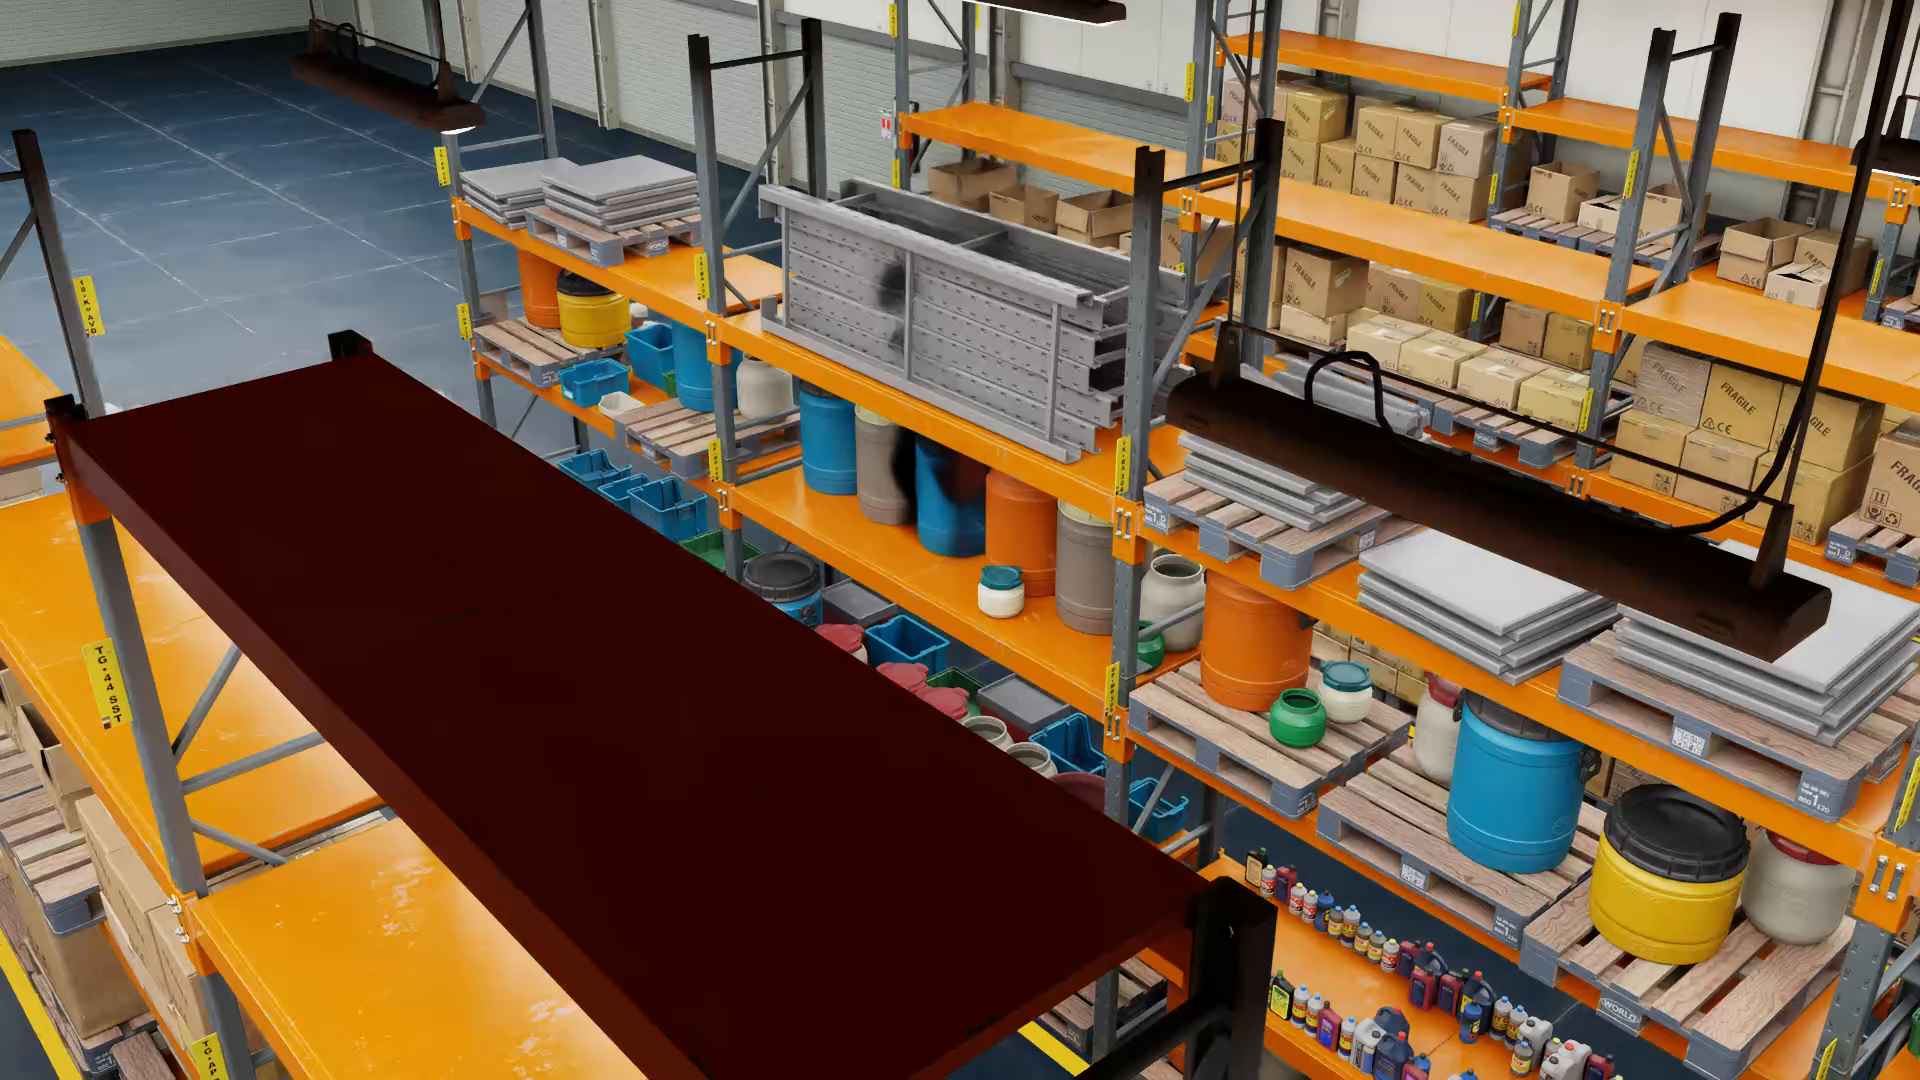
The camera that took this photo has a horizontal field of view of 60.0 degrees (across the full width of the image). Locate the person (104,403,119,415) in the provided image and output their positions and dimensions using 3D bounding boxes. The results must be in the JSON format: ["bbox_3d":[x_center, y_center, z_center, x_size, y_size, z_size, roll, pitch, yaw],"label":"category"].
[{"bbox_3d":[-8.321,-0.519,16.640,0.830,1.820,0.672,-4,27,-8],"label":"person"}]

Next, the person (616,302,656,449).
[{"bbox_3d":[-3.638,-1.884,19.333,0.865,1.811,0.671,-5,27,-10],"label":"person"}]
